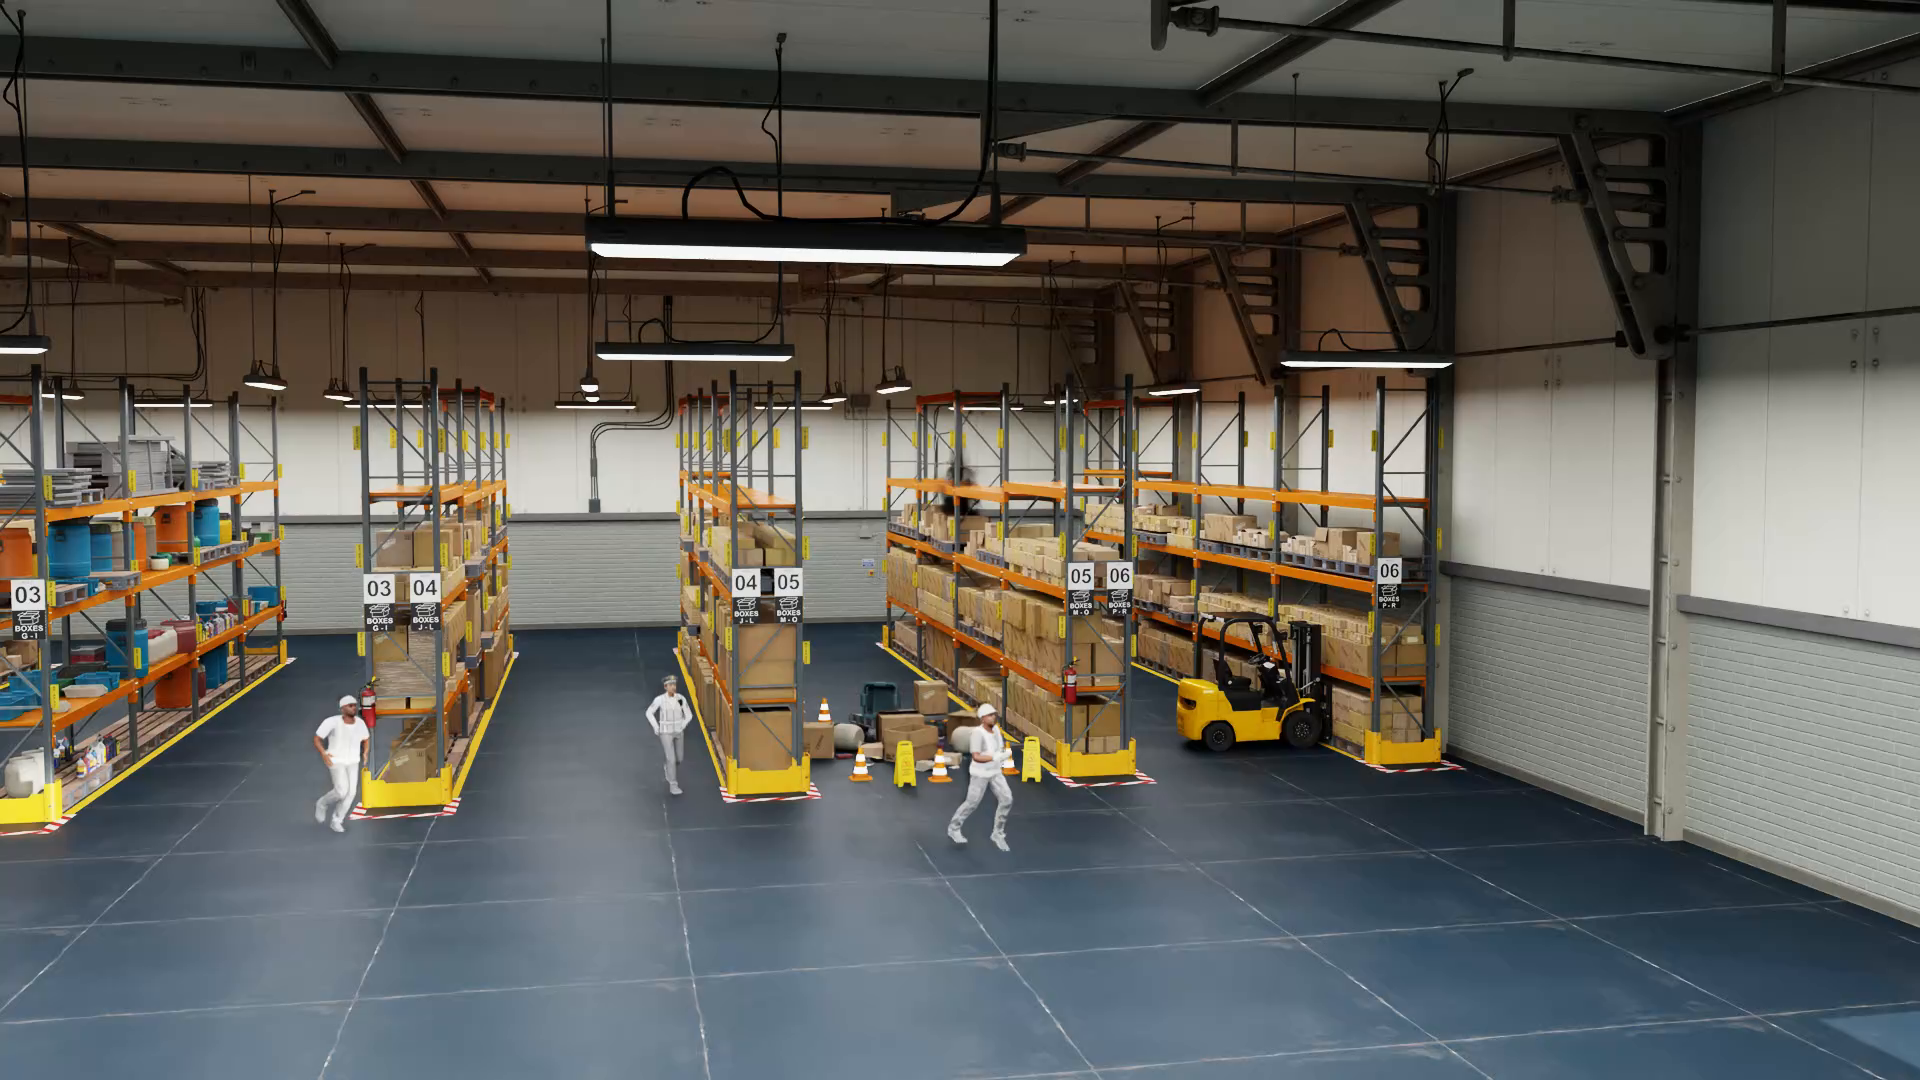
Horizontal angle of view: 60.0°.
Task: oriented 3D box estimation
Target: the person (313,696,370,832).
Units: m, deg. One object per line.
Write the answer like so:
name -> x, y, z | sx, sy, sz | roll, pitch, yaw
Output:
person -> -7.971, 2.879, 21.537 | 0.556, 1.735, 0.722 | 3, 4, 39

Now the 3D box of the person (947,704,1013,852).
person -> 0.298, 2.900, 20.379 | 0.916, 1.824, 0.694 | 3, 4, 38

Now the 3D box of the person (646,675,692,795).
person -> -4.136, 2.747, 23.722 | 0.639, 1.667, 0.814 | -2, 4, -28
